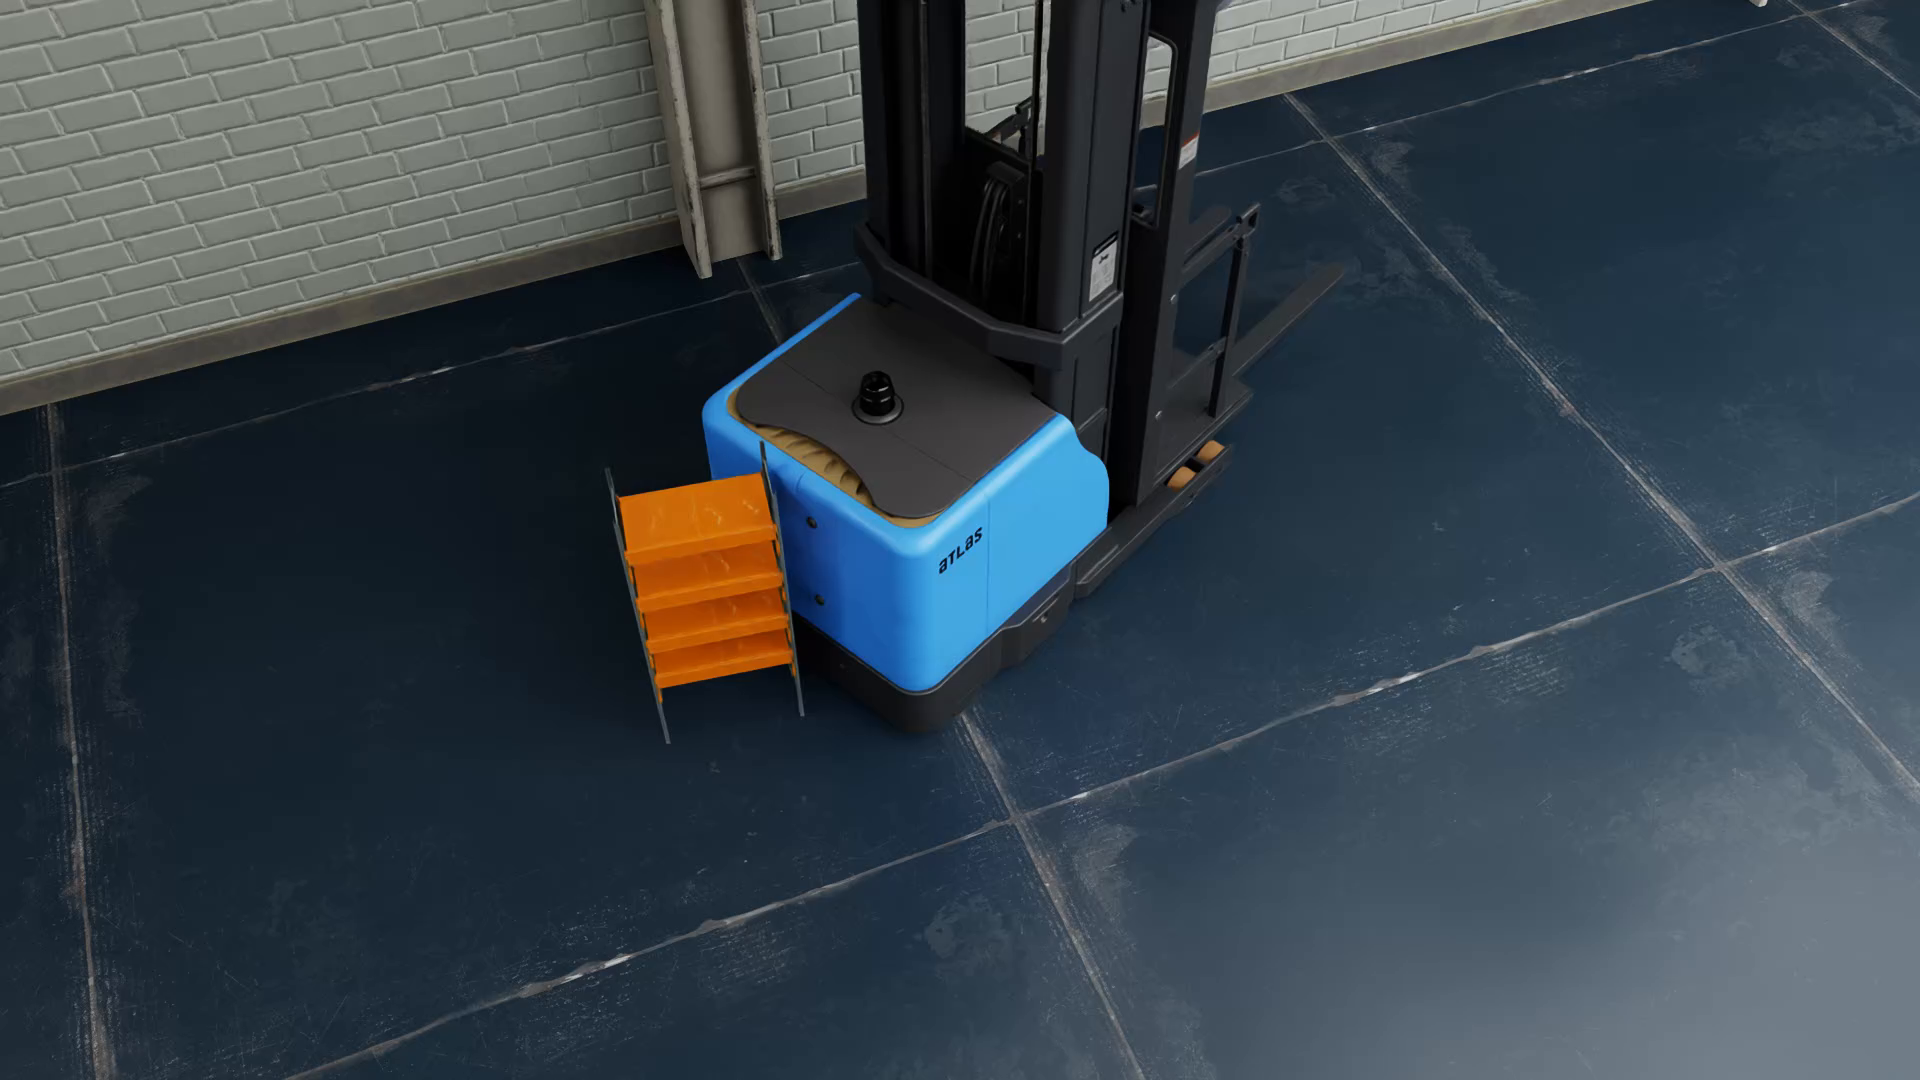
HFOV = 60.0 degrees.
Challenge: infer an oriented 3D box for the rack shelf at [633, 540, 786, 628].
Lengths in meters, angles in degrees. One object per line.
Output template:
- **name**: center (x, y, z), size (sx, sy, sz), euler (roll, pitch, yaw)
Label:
- **rack shelf**: center (-0.838, 0.106, 5.502), size (0.480, 0.148, 0.258), euler (-11, 50, -9)

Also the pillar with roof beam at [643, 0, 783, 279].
- **pillar with roof beam**: center (0.564, -1.268, 1.748), size (0.400, 9.000, 9.100), euler (-17, 52, -14)

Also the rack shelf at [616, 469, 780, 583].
- **rack shelf**: center (-0.839, -0.048, 5.322), size (0.480, 0.148, 0.258), euler (-11, 50, -9)

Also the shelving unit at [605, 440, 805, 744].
- **shelving unit**: center (-0.838, 0.208, 5.621), size (0.503, 1.200, 0.258), euler (-11, 50, -9)

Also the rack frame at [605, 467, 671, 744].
- **rack frame**: center (-1.075, 0.253, 5.583), size (0.015, 1.200, 0.240), euler (-11, 50, -9)

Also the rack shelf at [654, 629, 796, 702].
- **rack shelf**: center (-0.838, 0.381, 5.823), size (0.480, 0.148, 0.258), euler (-11, 50, -9)

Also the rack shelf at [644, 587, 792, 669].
- **rack shelf**: center (-0.838, 0.252, 5.672), size (0.480, 0.148, 0.258), euler (-11, 50, -9)

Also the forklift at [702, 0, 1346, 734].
- **forklift**: center (0.459, -1.313, 5.787), size (1.130, 2.935, 3.031), euler (33, 57, 25)

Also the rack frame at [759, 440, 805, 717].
- **rack frame**: center (-0.601, 0.163, 5.659), size (0.015, 1.200, 0.240), euler (-11, 50, -9)
